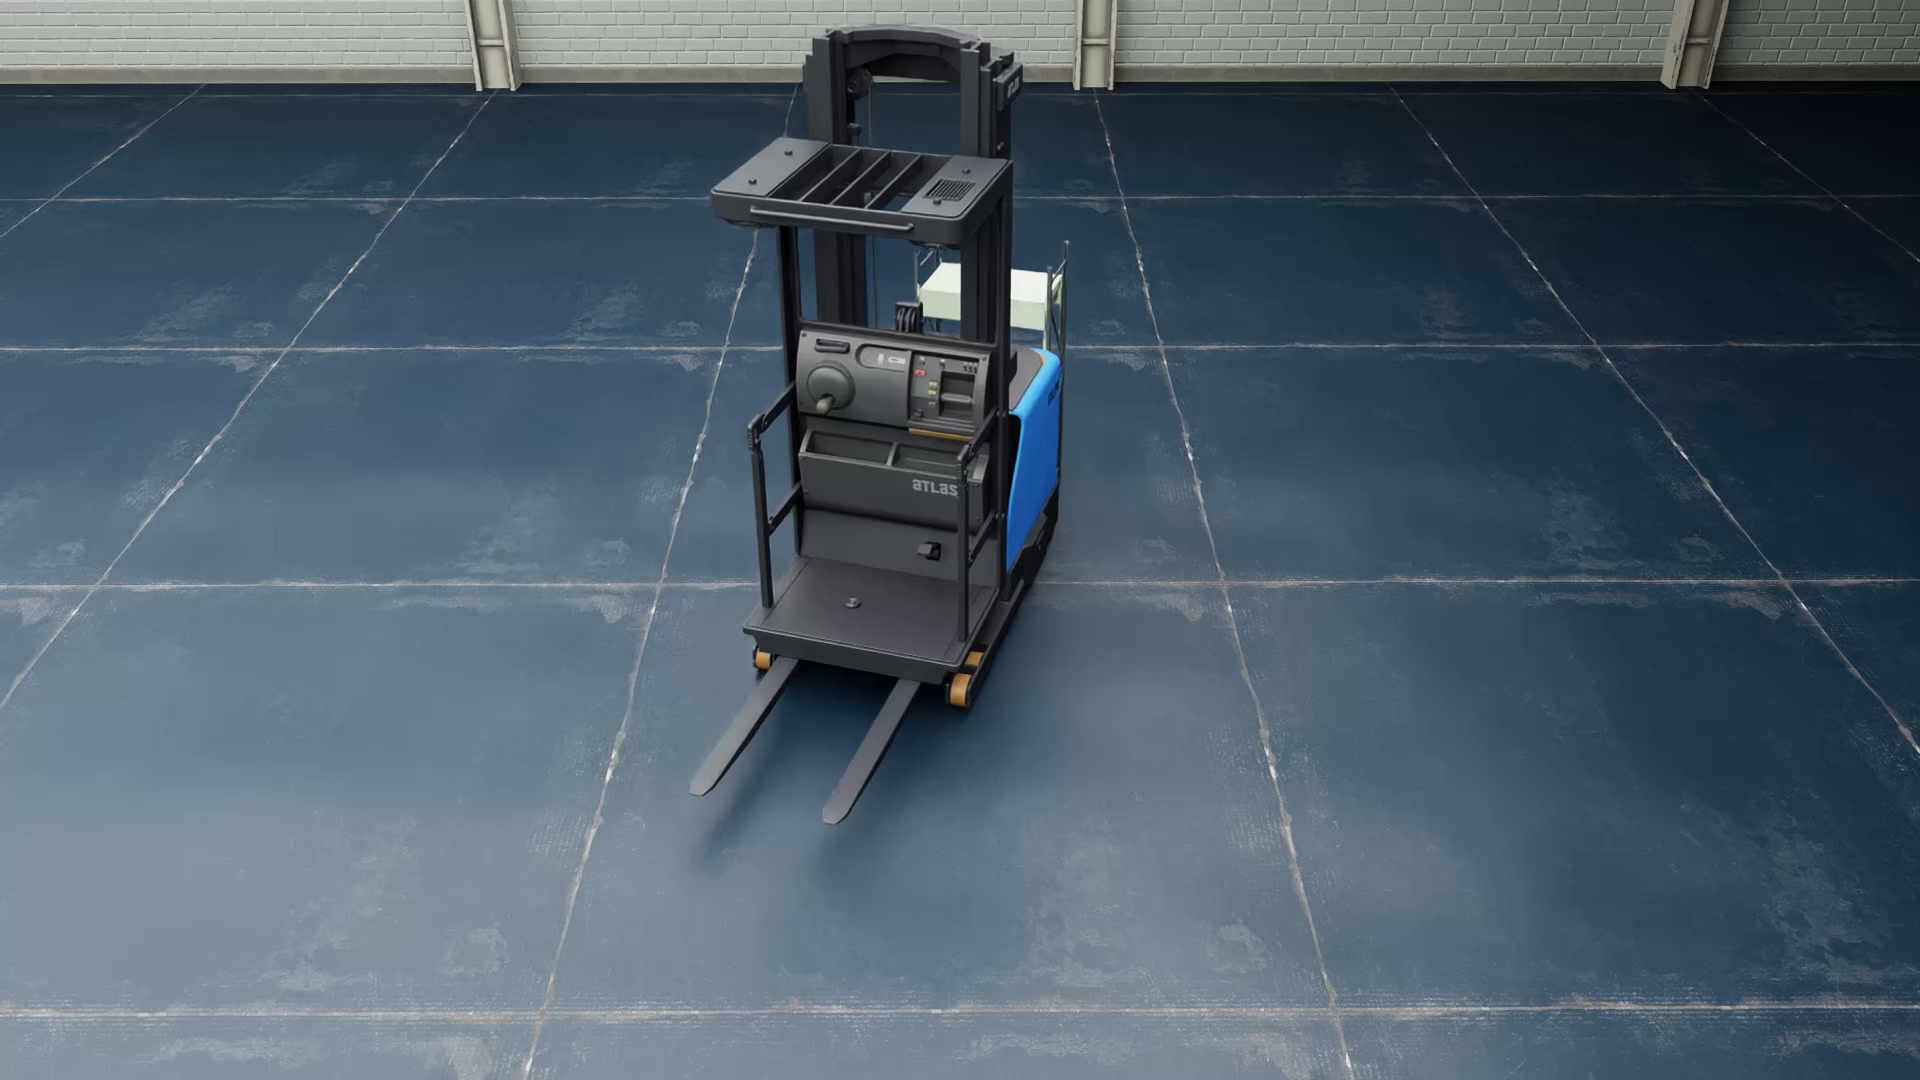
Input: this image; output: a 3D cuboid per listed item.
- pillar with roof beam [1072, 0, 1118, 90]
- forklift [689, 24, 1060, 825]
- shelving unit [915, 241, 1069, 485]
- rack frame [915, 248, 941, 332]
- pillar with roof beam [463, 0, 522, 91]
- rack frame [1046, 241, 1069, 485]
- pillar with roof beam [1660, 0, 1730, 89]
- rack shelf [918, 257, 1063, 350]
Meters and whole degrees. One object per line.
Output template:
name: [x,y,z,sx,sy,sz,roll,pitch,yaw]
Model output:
pillar with roof beam: [1.372,-6.220,10.827,0.400,9.000,9.100,0,31,0]
forklift: [-0.379,-0.687,7.556,1.130,2.935,3.031,9,32,15]
shelving unit: [0.176,-0.938,9.351,0.755,1.500,0.431,9,32,14]
rack frame: [-0.174,-0.993,9.441,0.023,1.500,0.400,9,32,14]
pillar with roof beam: [-4.627,-6.202,10.796,0.400,9.000,9.100,0,31,0]
rack frame: [0.526,-0.883,9.260,0.023,1.500,0.400,9,32,14]
pillar with roof beam: [7.372,-6.239,10.858,0.400,9.000,9.100,0,31,0]
rack shelf: [0.176,-1.272,9.148,0.720,0.370,0.431,9,32,14]
